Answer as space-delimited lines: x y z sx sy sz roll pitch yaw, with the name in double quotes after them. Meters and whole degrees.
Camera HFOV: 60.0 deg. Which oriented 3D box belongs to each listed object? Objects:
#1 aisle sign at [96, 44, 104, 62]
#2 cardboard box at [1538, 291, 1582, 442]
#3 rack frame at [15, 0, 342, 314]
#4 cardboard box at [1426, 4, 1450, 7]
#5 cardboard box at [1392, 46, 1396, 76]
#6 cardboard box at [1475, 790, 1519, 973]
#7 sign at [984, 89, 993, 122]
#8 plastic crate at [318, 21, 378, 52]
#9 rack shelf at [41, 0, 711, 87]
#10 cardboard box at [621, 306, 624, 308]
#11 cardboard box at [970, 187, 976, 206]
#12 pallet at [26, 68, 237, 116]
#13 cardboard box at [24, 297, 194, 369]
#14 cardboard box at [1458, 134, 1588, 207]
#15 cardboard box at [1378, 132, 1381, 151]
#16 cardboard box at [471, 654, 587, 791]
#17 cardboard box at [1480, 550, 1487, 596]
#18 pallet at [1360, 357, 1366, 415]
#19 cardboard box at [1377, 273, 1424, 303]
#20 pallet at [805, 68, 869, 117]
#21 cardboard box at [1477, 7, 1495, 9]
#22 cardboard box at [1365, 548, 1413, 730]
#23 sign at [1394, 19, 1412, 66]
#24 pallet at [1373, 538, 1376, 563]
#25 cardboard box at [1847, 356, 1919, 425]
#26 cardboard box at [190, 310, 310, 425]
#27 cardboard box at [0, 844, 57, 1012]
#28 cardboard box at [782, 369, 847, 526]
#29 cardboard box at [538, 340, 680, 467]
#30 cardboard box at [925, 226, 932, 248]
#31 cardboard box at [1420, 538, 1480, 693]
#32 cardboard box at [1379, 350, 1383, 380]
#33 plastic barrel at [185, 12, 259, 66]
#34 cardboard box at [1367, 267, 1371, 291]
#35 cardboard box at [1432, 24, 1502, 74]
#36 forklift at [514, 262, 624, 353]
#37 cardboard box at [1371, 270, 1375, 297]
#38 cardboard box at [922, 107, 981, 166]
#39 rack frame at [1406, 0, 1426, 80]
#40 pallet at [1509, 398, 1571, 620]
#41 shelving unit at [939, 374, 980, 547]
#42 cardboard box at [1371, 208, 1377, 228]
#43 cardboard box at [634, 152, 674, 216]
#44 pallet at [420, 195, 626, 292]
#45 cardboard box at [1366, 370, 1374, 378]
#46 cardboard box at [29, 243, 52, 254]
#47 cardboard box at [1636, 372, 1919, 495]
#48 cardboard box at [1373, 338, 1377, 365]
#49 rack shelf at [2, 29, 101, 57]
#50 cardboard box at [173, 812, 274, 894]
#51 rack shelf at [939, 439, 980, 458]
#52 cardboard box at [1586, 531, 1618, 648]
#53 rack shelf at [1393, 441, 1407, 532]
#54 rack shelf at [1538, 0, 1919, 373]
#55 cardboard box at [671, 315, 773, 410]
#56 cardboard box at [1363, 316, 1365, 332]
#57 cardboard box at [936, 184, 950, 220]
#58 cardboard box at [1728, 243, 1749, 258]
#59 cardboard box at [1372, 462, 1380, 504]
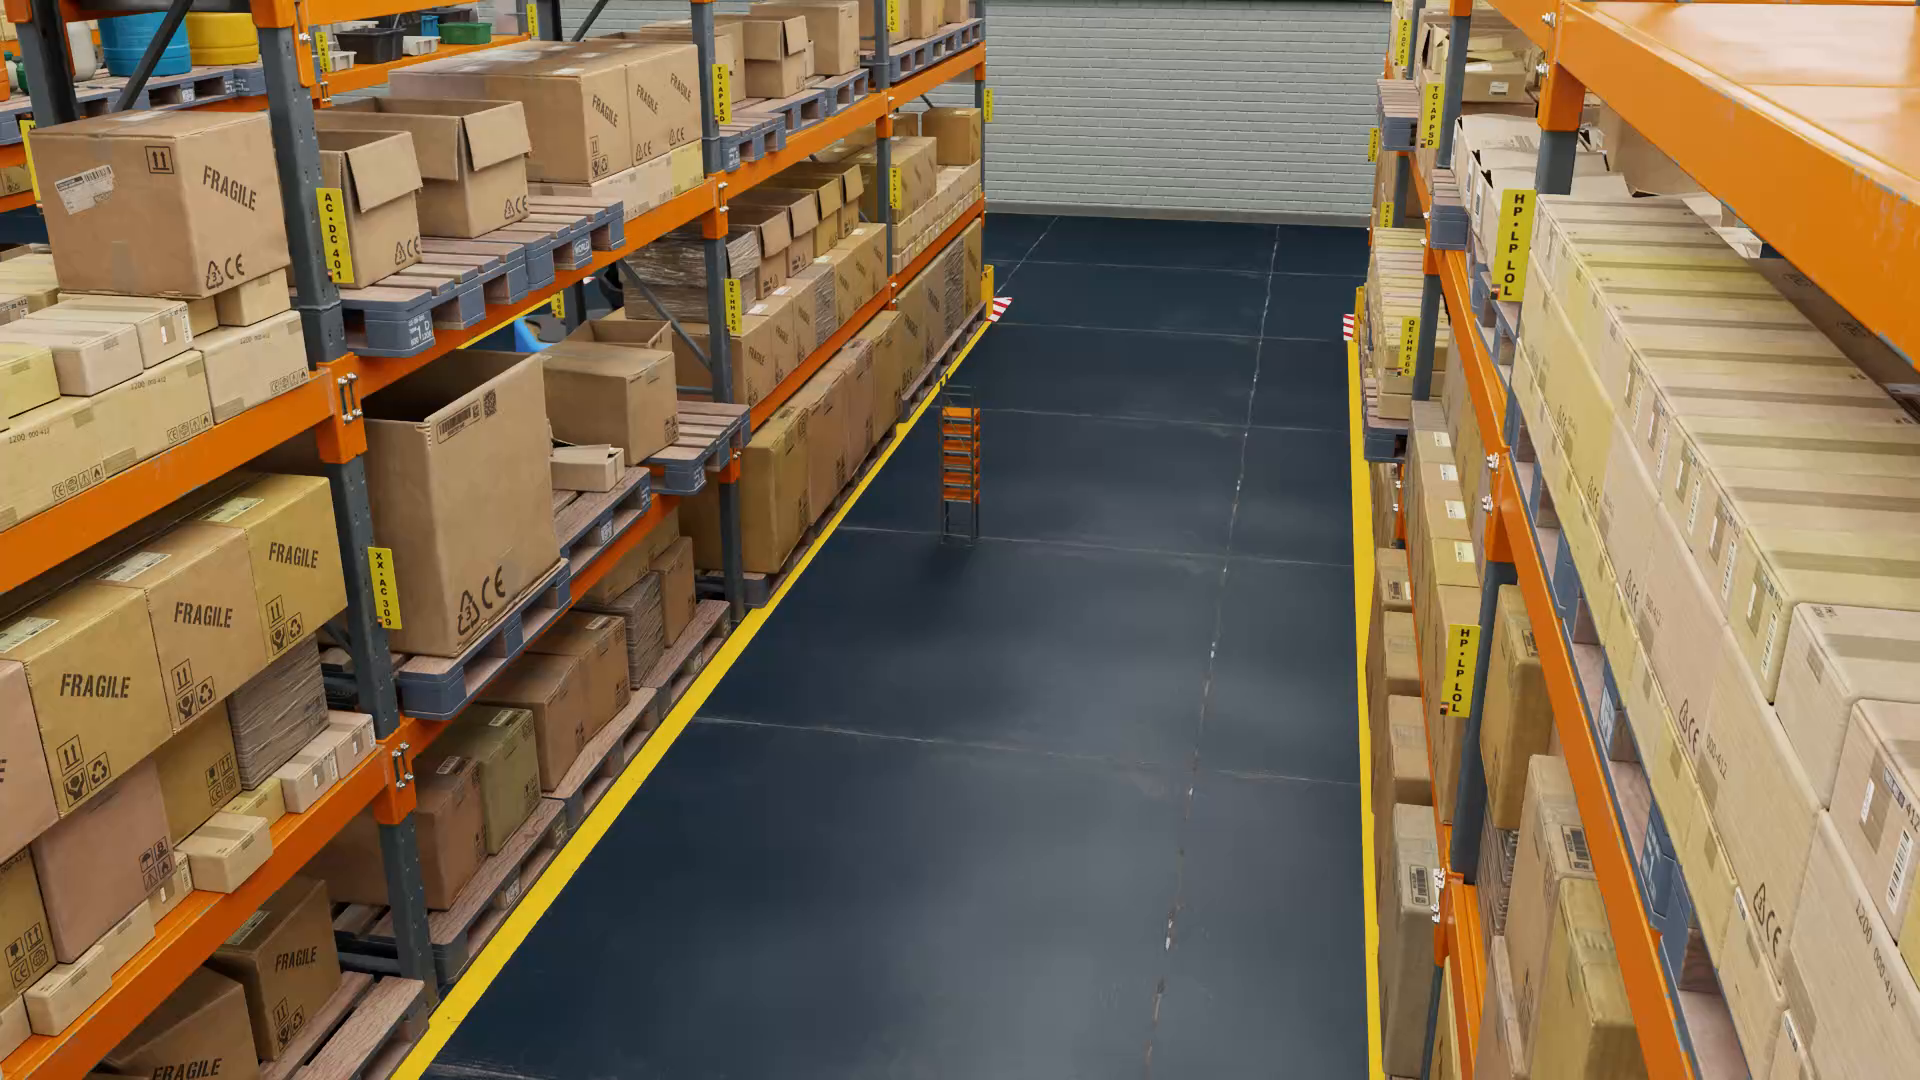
-9.626 -5.808 18.780 0.394 0.787 0.004 4 22 11 "aisle sign"
1.669 -0.399 3.921 0.500 0.250 0.500 4 22 10 "cardboard box"
-2.691 -2.238 5.366 1.000 3.000 0.127 4 22 11 "rack frame"
3.795 -4.117 13.044 0.380 0.149 0.250 5 23 13 "cardboard box"
3.931 -4.037 14.047 0.500 0.250 0.500 4 22 11 "cardboard box"
2.081 1.026 5.090 0.875 0.550 0.550 4 22 11 "cardboard box"
0.286 -4.445 17.007 0.100 0.325 0.005 4 22 11 "sign"
-5.845 -4.771 15.828 0.437 0.282 0.530 4 22 11 "plastic crate"
-2.283 -2.450 7.391 1.077 0.370 4.000 4 22 11 "rack shelf"
-1.909 -1.346 11.047 0.500 0.500 0.500 4 22 10 "cardboard box"
-0.044 -3.477 16.808 0.380 0.149 0.250 5 22 11 "cardboard box"
-6.200 -3.353 12.403 1.003 0.211 1.213 4 22 11 "pallet"
-2.585 -0.632 5.060 0.380 0.149 0.250 3 22 8 "cardboard box"
2.495 -1.635 7.388 0.500 0.250 0.500 5 22 12 "cardboard box"
4.241 -3.933 15.734 0.500 0.500 0.500 4 22 11 "cardboard box"
-2.315 0.899 8.362 0.700 0.500 0.500 3 22 6 "cardboard box"
2.343 0.079 6.170 0.700 0.500 0.500 4 22 10 "cardboard box"
4.126 -1.369 14.969 1.003 0.211 1.213 4 22 11 "pallet"
2.932 -1.640 10.887 0.380 0.149 0.250 5 23 13 "cardboard box"
-1.197 -3.345 12.384 0.805 0.209 1.217 4 22 9 "pallet"
4.157 -3.986 12.718 0.380 0.149 0.250 4 22 10 "cardboard box"
2.748 0.561 8.894 1.050 0.750 0.750 4 22 10 "cardboard box"
3.244 -3.636 12.159 0.100 0.325 0.005 4 22 11 "sign"
3.372 0.060 11.423 1.003 0.211 1.213 4 22 11 "pallet"
2.088 -0.174 3.362 0.500 0.250 0.500 4 22 10 "cardboard box"
-2.528 -0.591 5.491 0.500 0.250 0.500 5 23 13 "cardboard box"
-3.126 1.070 4.648 0.875 0.500 0.500 4 22 11 "cardboard box"
-1.524 -0.704 11.868 1.225 0.875 0.875 5 22 11 "cardboard box"
-1.962 -0.747 8.998 0.700 0.500 0.500 8 23 19 "cardboard box"
-0.462 -2.730 14.953 0.380 0.149 0.250 4 22 10 "cardboard box"
2.195 0.332 6.879 0.500 0.500 0.500 5 22 11 "cardboard box"
2.668 -1.033 9.778 0.380 0.149 0.250 5 23 13 "cardboard box"
-5.895 -4.083 13.147 0.600 0.588 0.600 0 22 0 "plastic barrel"
3.246 -1.935 12.418 0.380 0.149 0.250 3 22 8 "cardboard box"
3.031 -2.936 9.954 0.396 0.266 0.258 4 22 11 "cardboard box"
-2.052 -2.220 13.442 3.031 2.935 1.130 -9 24 -21 "forklift"
3.090 -1.789 11.656 0.380 0.149 0.250 4 22 9 "cardboard box"
-0.084 -4.062 16.723 0.500 0.500 0.500 5 22 12 "cardboard box"
3.777 -4.749 11.600 1.000 3.000 0.127 4 22 11 "rack frame"
1.967 -0.092 4.171 1.003 0.211 1.213 4 22 11 "pallet"
-0.003 -0.551 11.616 0.258 1.200 0.189 4 22 11 "shelving unit"
4.087 -3.029 15.694 0.380 0.149 0.250 4 22 9 "cardboard box"
-1.820 -1.865 8.655 0.500 0.250 0.500 4 22 11 "cardboard box"
-2.252 -1.357 7.444 1.213 0.211 1.003 4 22 11 "pallet"
3.610 -1.315 13.960 0.380 0.149 0.250 4 22 9 "cardboard box"
-10.430 -3.169 18.799 0.500 0.250 0.500 4 22 11 "cardboard box"
1.376 -0.170 2.819 0.380 0.149 0.250 5 22 11 "cardboard box"
2.823 -1.171 10.521 0.380 0.149 0.250 3 22 9 "cardboard box"
-10.347 -4.927 17.020 1.077 0.370 4.000 4 22 11 "rack shelf"
-2.559 1.040 5.593 0.380 0.149 0.250 4 22 11 "cardboard box"
-0.003 -0.621 11.588 0.258 0.103 0.180 4 22 11 "rack shelf"
1.427 0.107 3.198 0.380 0.149 0.250 5 22 12 "cardboard box"
3.368 -0.901 11.039 1.077 0.370 4.000 4 22 11 "rack shelf"
1.736 -0.573 2.728 1.077 0.370 4.000 4 22 11 "rack shelf"
-1.509 -1.122 10.490 0.500 0.500 0.500 5 22 12 "cardboard box"
4.172 -2.134 16.392 0.380 0.149 0.250 5 22 12 "cardboard box"
-0.391 -3.153 15.469 0.500 0.250 0.500 4 22 11 "cardboard box"
2.599 -0.917 5.740 0.250 0.149 0.380 4 22 11 "cardboard box"
3.260 -0.558 12.007 0.500 0.500 0.500 5 23 13 "cardboard box"
